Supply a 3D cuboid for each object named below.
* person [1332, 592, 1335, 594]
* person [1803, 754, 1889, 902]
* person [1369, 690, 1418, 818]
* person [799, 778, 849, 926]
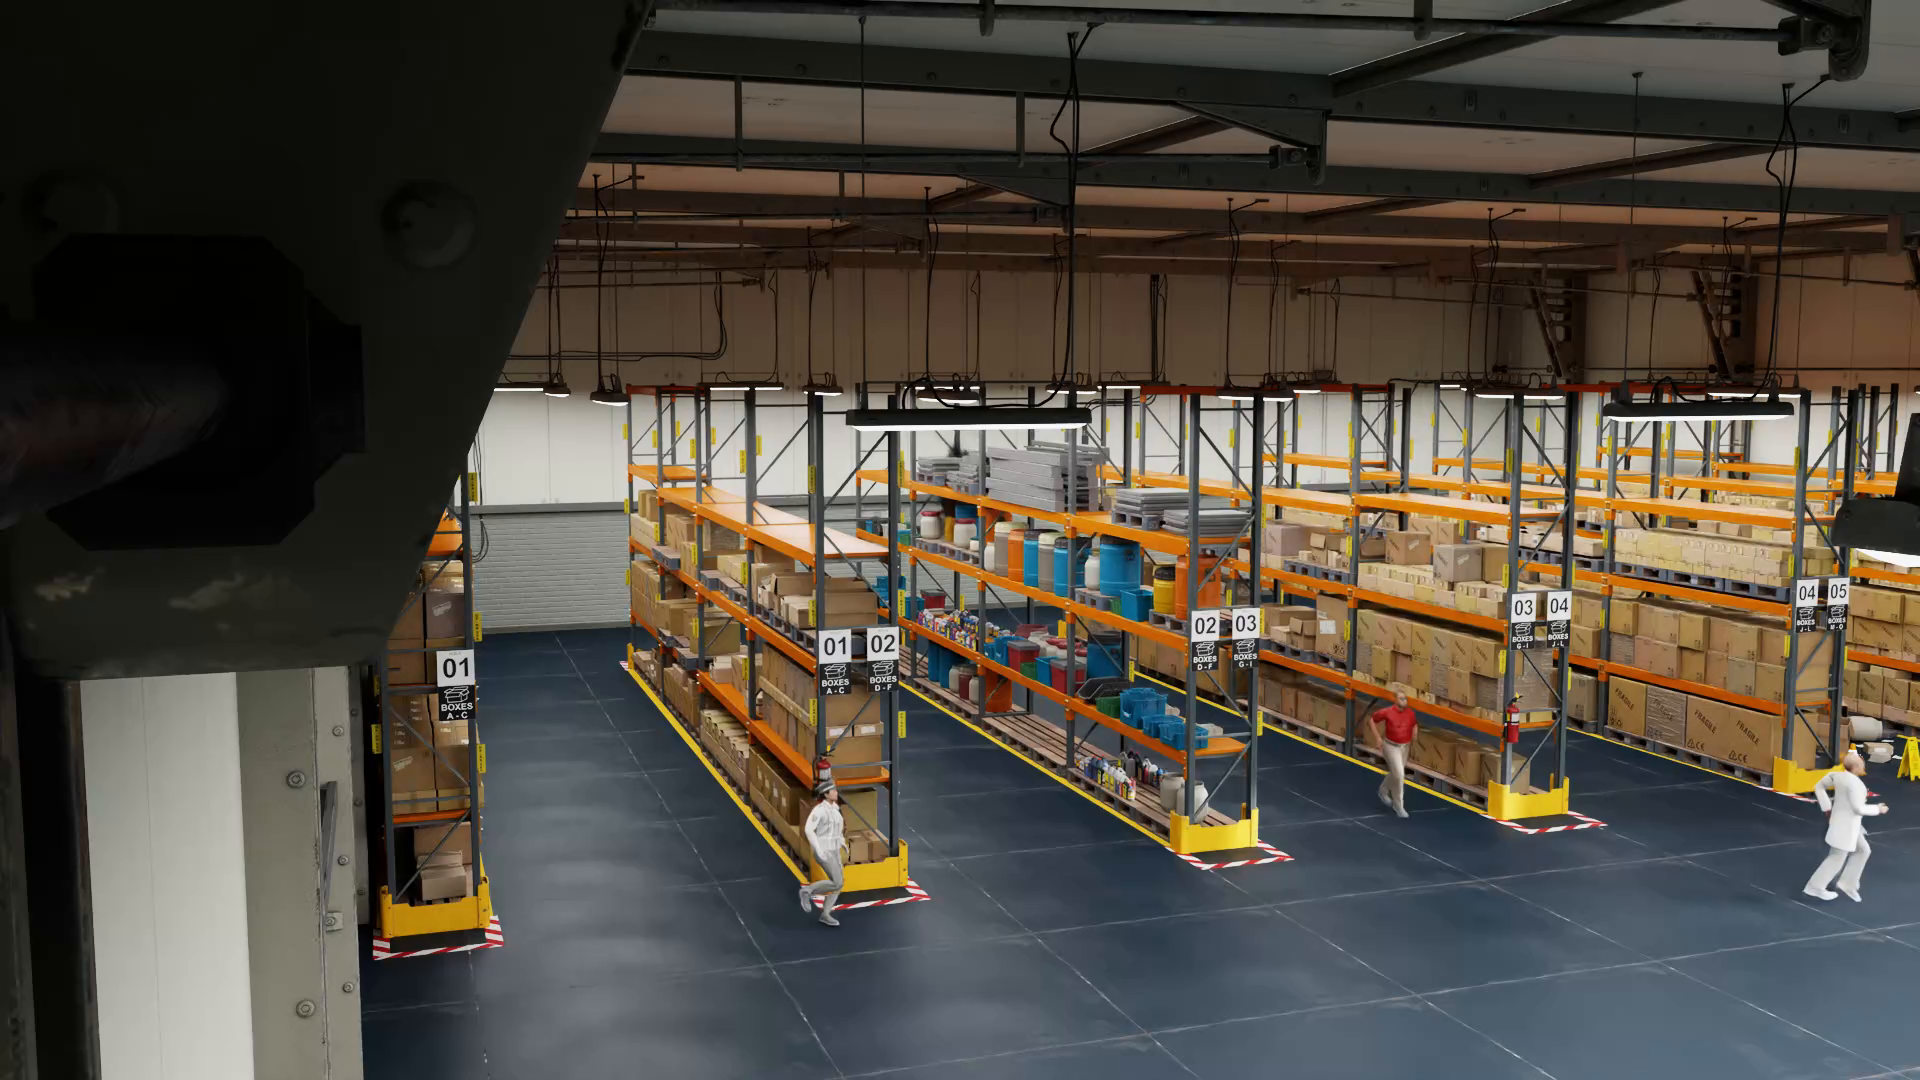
[{"bbox_3d":[7.770,1.911,34.661,0.587,1.665,0.898,-3,6,-25],"label":"person"},{"bbox_3d":[10.478,3.428,19.667,0.874,1.819,0.647,1,6,14],"label":"person"},{"bbox_3d":[6.238,3.065,23.787,0.651,1.712,0.807,-3,7,-26],"label":"person"},{"bbox_3d":[-1.525,3.552,19.131,0.521,1.622,0.651,2,6,23],"label":"person"}]
